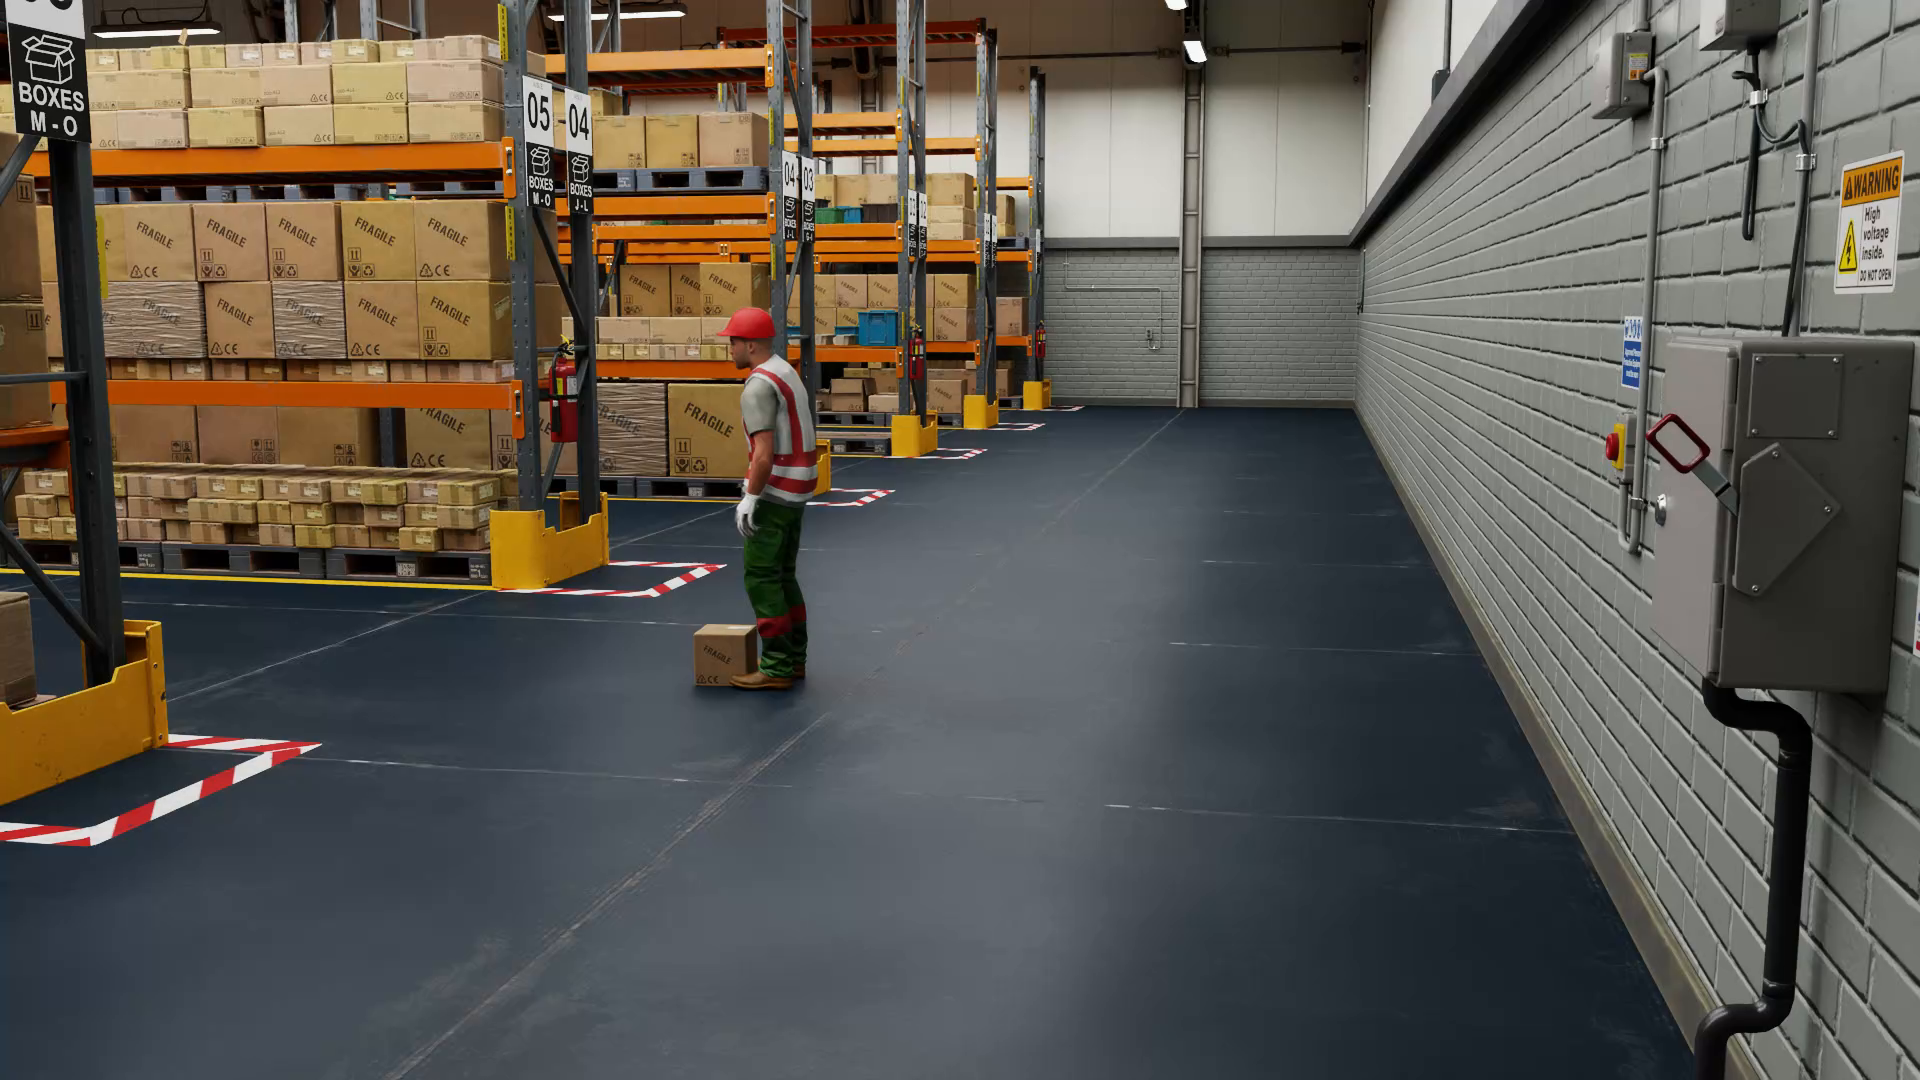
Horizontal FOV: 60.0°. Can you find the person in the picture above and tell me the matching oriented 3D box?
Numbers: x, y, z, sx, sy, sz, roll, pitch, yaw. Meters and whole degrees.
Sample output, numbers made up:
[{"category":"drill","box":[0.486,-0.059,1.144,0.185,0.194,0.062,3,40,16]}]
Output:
[{"category":"person","box":[-0.903,-0.197,7.820,0.455,1.779,0.611,1,8,11]}]
